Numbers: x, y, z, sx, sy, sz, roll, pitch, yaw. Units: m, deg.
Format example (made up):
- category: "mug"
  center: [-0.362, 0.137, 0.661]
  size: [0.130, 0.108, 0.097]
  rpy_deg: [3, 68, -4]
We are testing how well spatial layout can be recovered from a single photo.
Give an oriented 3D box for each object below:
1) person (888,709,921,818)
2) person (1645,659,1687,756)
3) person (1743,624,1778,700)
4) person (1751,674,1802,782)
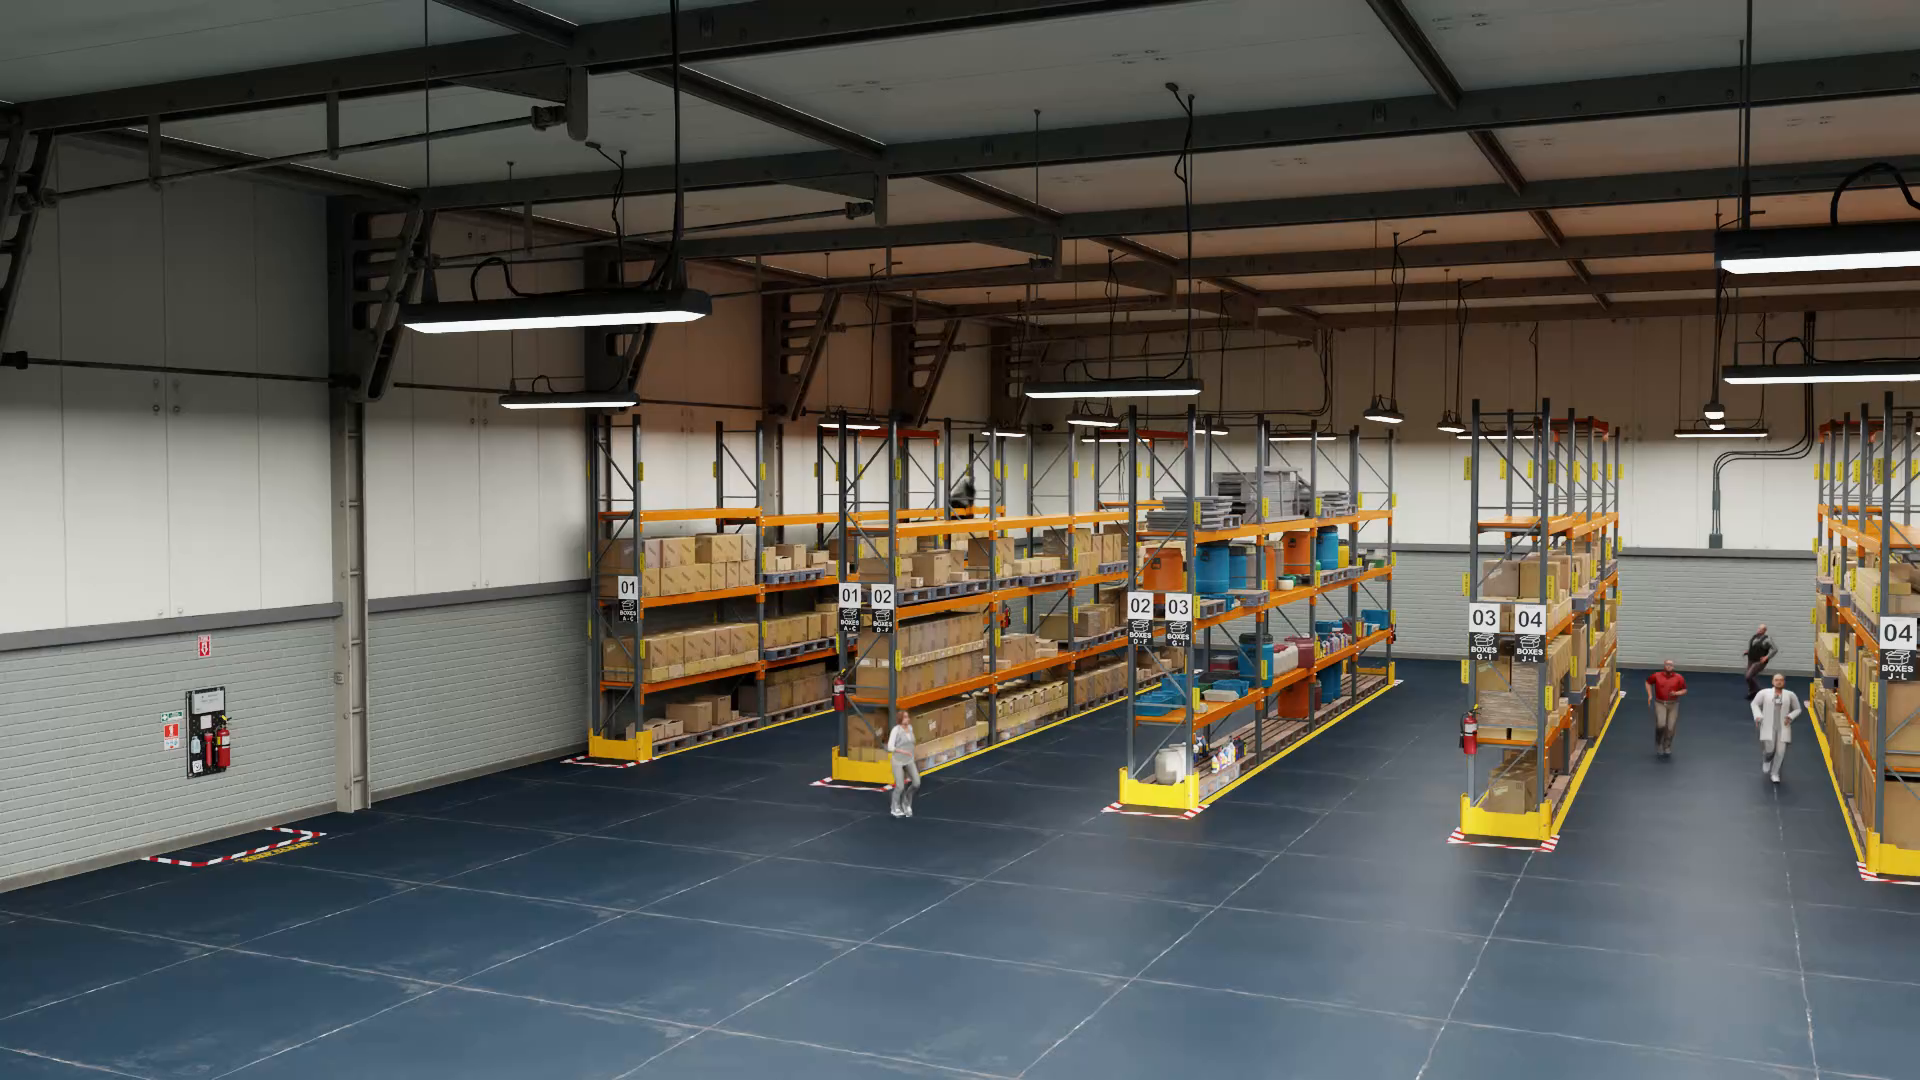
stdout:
- category: "person"
  center: [-0.804, 3.225, 23.907]
  size: [0.540, 1.584, 0.629]
  rpy_deg: [-2, 3, -37]
- category: "person"
  center: [12.411, 2.948, 29.196]
  size: [0.652, 1.714, 0.653]
  rpy_deg: [1, 2, 15]
- category: "person"
  center: [17.405, 2.678, 36.300]
  size: [0.578, 1.693, 0.742]
  rpy_deg: [-1, 2, -16]
- category: "person"
  center: [13.184, 3.026, 26.875]
  size: [0.710, 1.731, 0.658]
  rpy_deg: [1, 2, 20]
